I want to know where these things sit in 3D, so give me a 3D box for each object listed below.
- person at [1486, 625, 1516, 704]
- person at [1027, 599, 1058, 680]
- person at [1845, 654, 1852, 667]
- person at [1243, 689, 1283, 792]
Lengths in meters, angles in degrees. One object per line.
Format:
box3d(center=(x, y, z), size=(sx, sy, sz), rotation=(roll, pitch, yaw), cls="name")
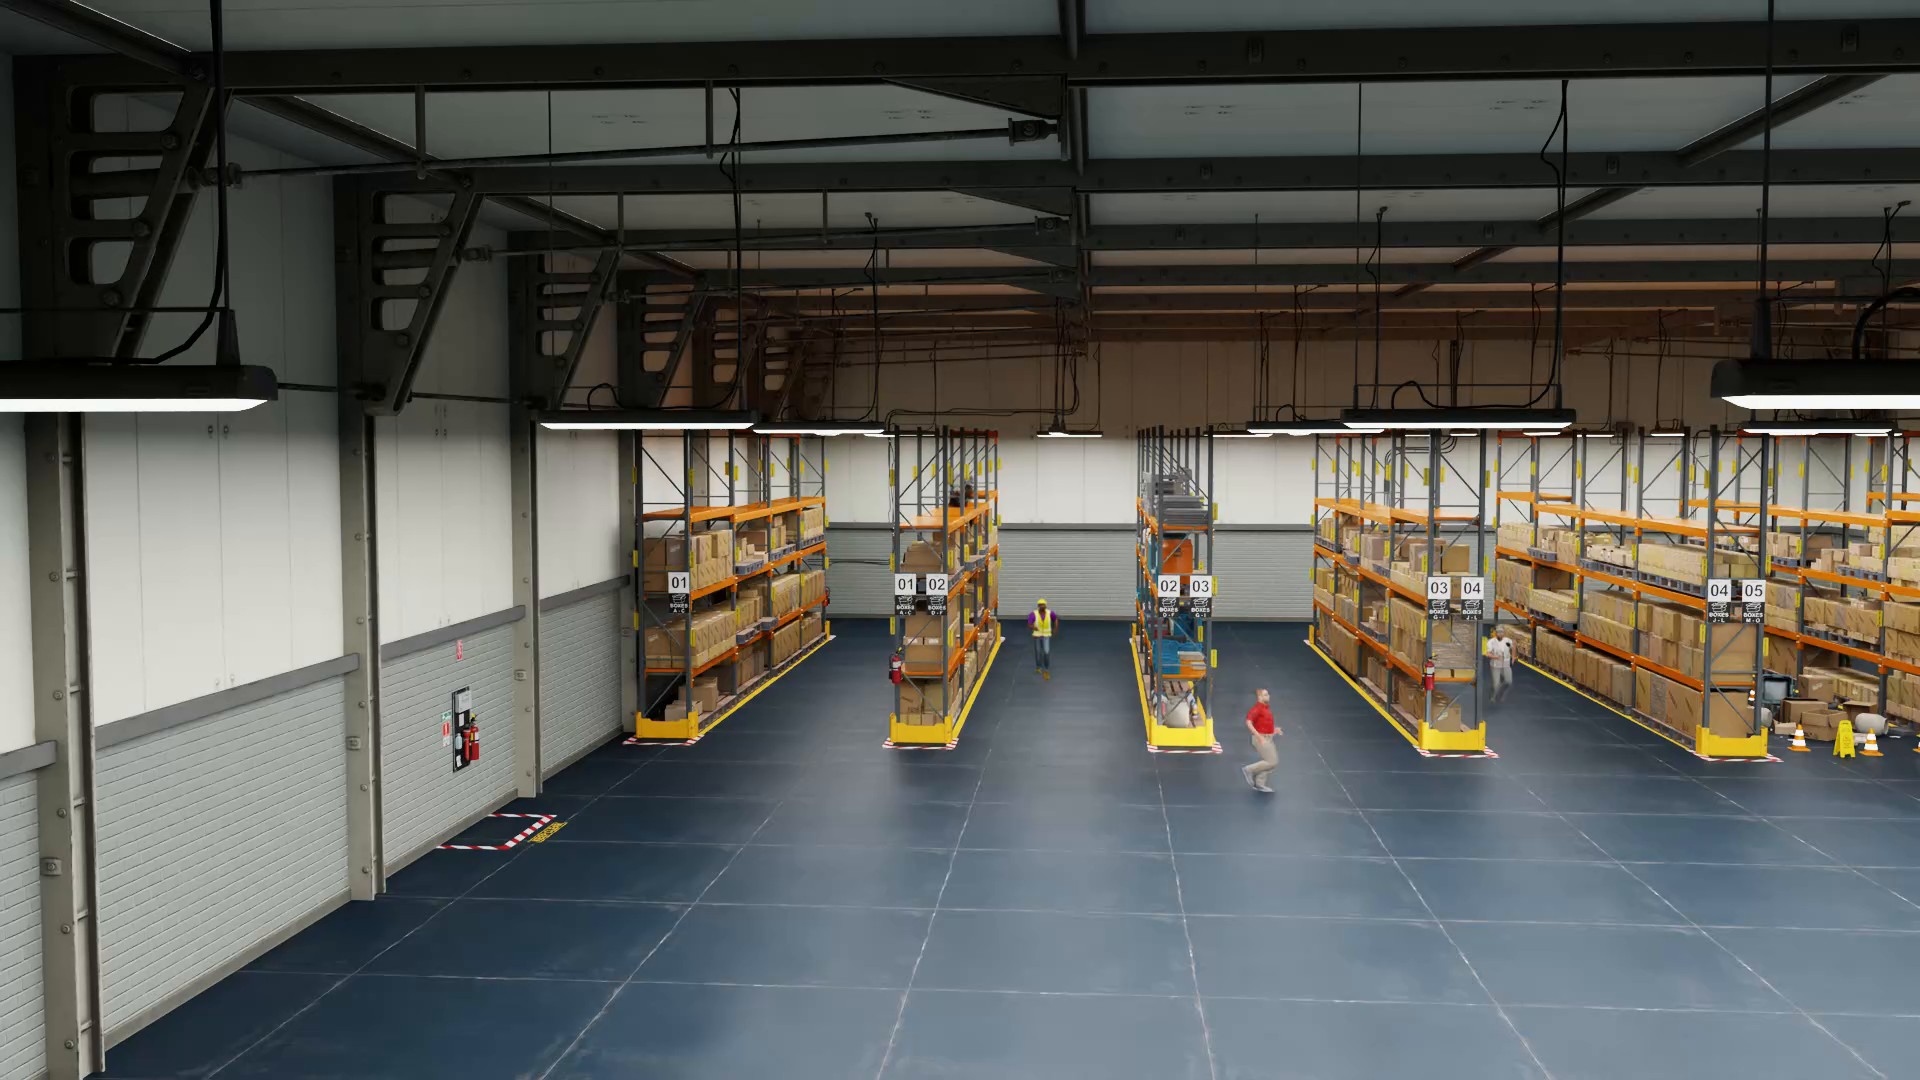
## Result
box3d(center=(11.625, 2.694, 35.711), size=(0.683, 1.740, 0.809), rotation=(0, 3, 5), cls="person")
box3d(center=(1.909, 2.288, 38.313), size=(0.721, 1.878, 0.721), rotation=(0, 3, 0), cls="person")
box3d(center=(22.015, 2.305, 41.496), size=(0.661, 1.769, 0.955), rotation=(0, 3, -1), cls="person")
box3d(center=(4.932, 3.261, 27.061), size=(0.597, 1.684, 0.670), rotation=(2, 4, 25), cls="person")
